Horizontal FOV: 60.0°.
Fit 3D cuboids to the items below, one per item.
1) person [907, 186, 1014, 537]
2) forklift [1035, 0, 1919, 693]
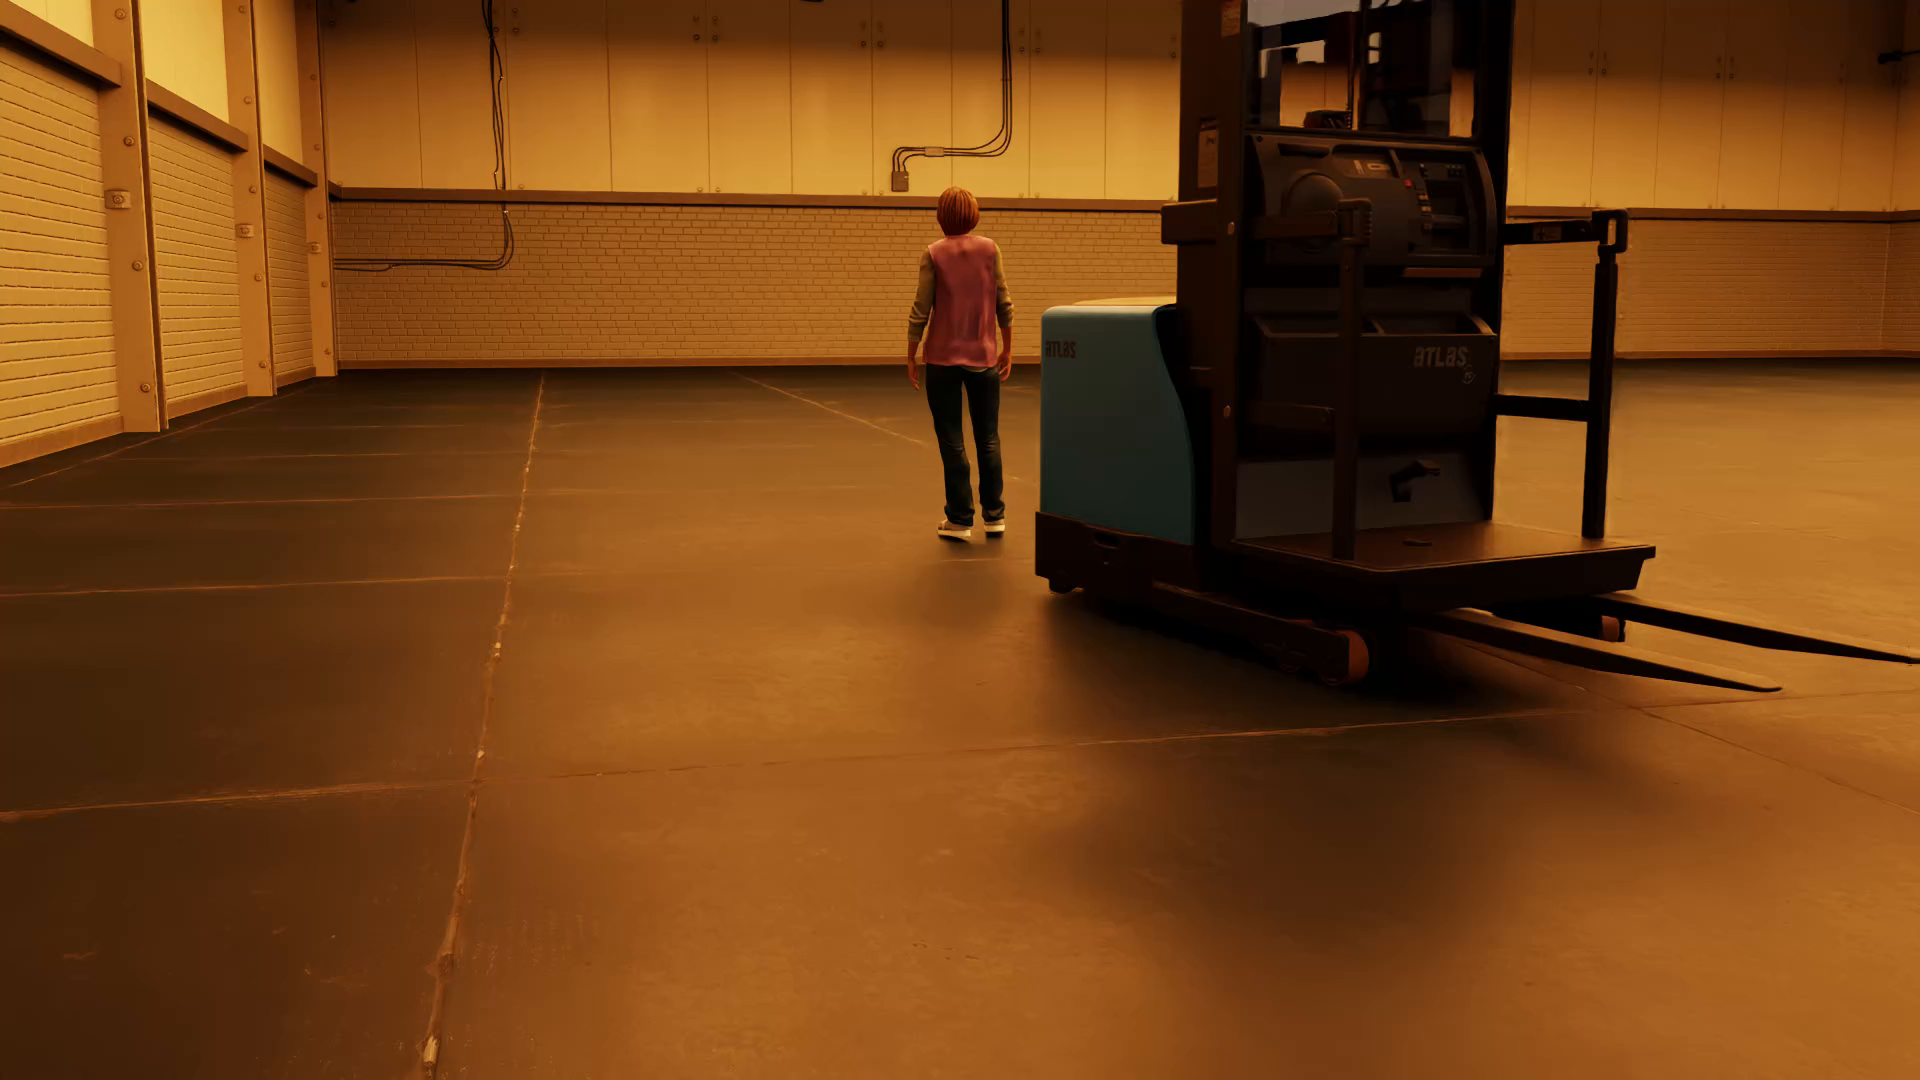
[{"bbox_3d":[-0.004,-0.808,7.671,0.521,1.599,0.473,-2,8,-13],"label":"person"},{"bbox_3d":[1.404,-1.104,5.024,1.130,2.935,3.031,-4,9,-27],"label":"forklift"}]
